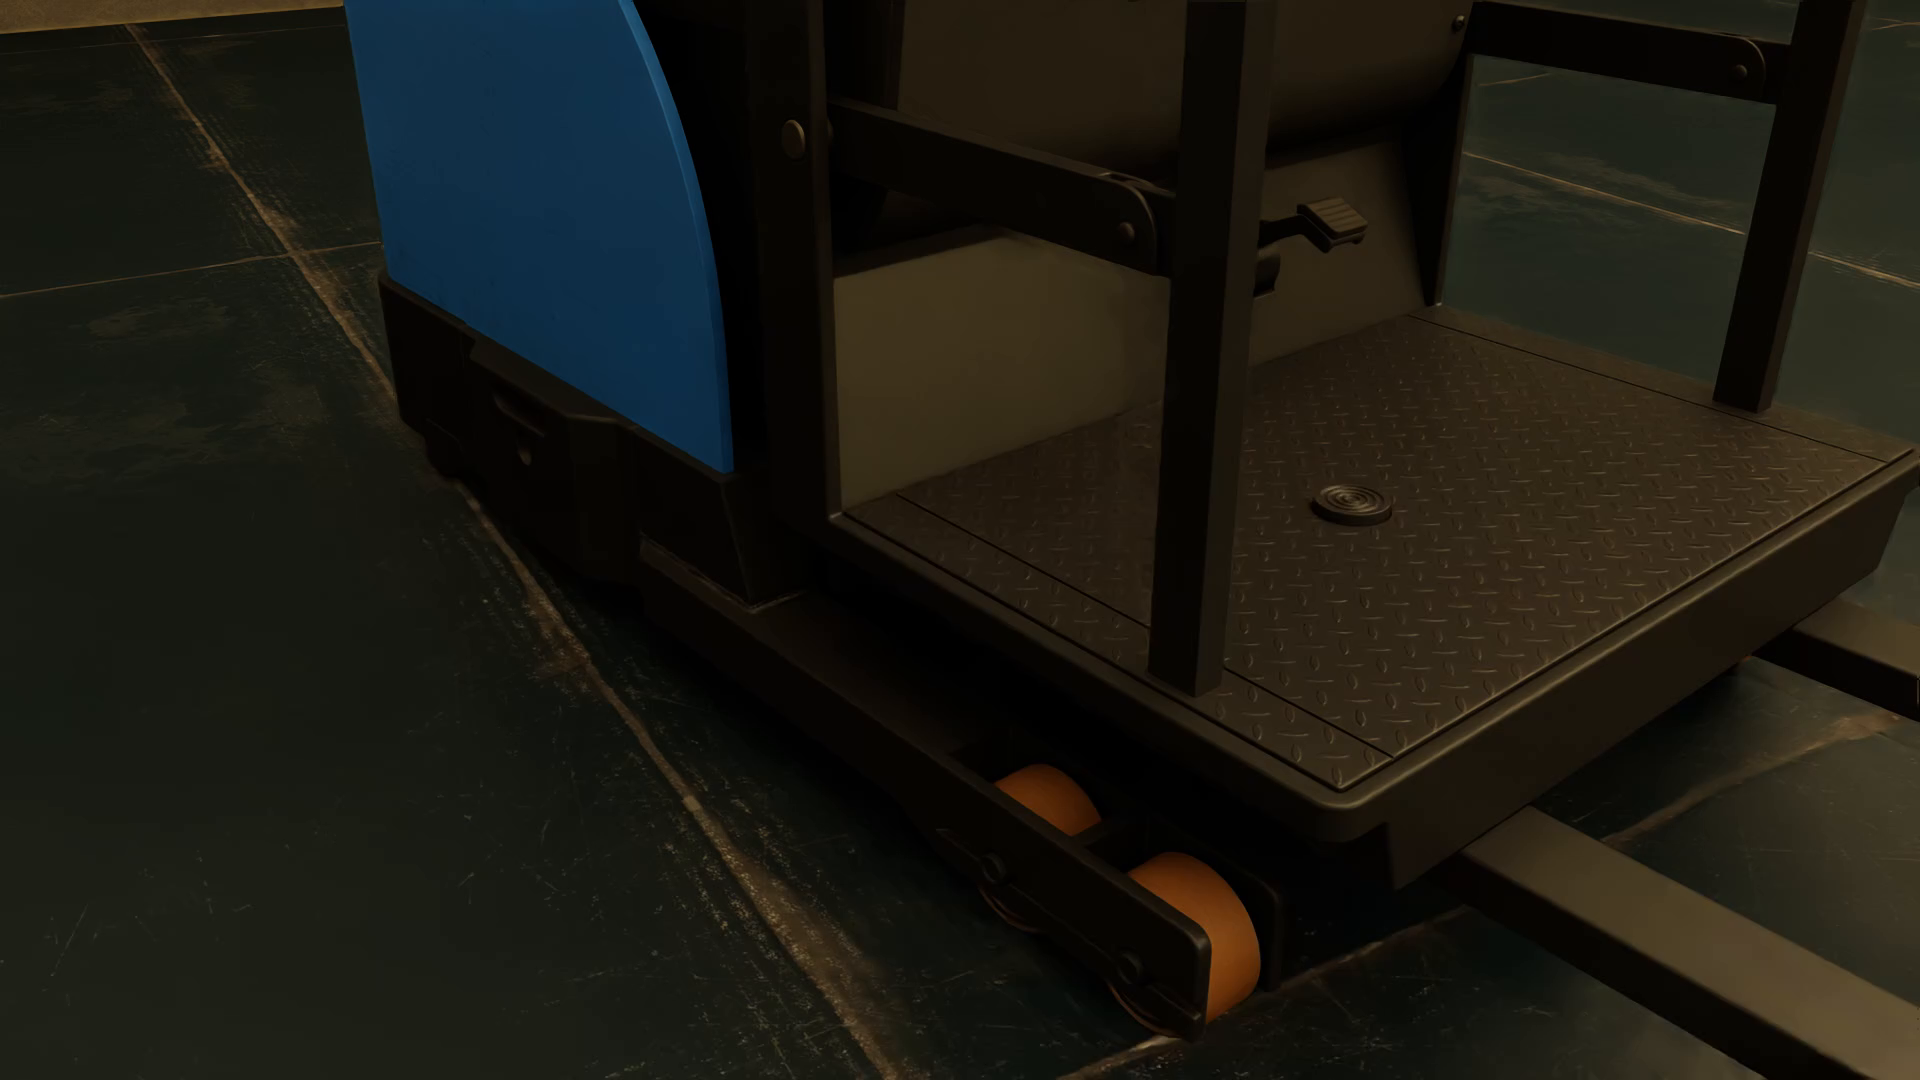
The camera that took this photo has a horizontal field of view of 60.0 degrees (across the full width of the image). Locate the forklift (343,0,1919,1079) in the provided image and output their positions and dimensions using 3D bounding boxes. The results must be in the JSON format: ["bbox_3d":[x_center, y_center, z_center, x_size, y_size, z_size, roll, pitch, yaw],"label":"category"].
[{"bbox_3d":[0.403,-1.098,1.425,1.130,2.935,3.031,-21,34,-35],"label":"forklift"}]
